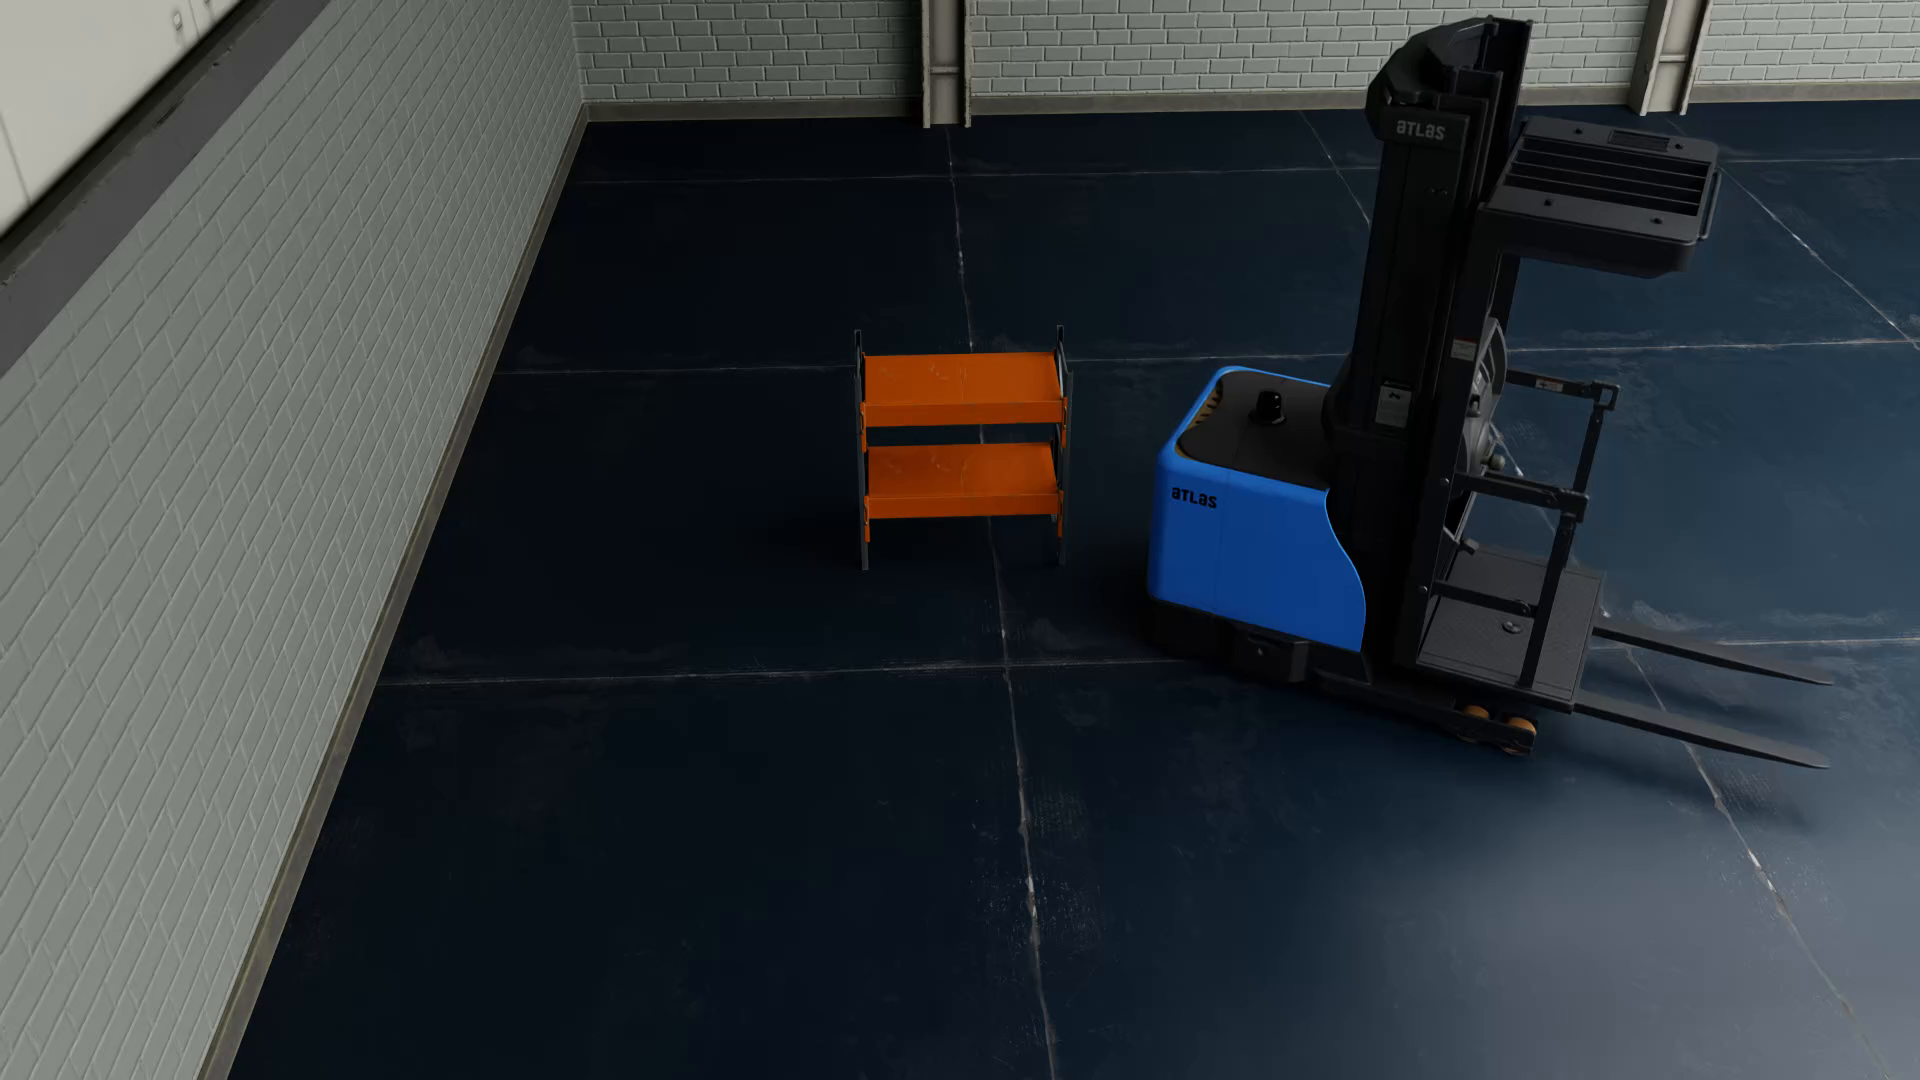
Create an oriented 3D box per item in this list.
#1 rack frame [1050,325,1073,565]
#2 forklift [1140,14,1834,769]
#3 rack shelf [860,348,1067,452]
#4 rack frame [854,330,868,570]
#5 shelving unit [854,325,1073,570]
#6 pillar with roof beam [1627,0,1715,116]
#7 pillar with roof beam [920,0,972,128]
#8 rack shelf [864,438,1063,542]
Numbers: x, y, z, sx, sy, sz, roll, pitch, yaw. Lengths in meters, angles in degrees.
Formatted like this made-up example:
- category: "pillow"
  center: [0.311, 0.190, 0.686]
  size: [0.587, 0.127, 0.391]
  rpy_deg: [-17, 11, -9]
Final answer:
- category: "rack frame"
  center: [0.515, -0.476, 8.486]
  size: [0.032, 1.125, 0.500]
  rpy_deg: [-2, 35, -2]
- category: "forklift"
  center: [2.430, -0.595, 7.071]
  size: [3.031, 2.935, 1.130]
  rpy_deg: [15, 37, 20]
- category: "rack shelf"
  center: [0.007, -0.703, 8.300]
  size: [1.000, 0.278, 0.538]
  rpy_deg: [-2, 35, -2]
- category: "rack frame"
  center: [-0.501, -0.449, 8.447]
  size: [0.032, 1.125, 0.500]
  rpy_deg: [-2, 35, -2]
- category: "shelving unit"
  center: [0.007, -0.463, 8.466]
  size: [1.048, 1.125, 0.538]
  rpy_deg: [-2, 35, -2]
- category: "pillar with roof beam"
  center: [6.082, -4.899, 7.957]
  size: [0.400, 9.000, 9.100]
  rpy_deg: [-2, 35, -2]
- category: "pillar with roof beam"
  center: [0.089, -4.737, 7.724]
  size: [0.400, 9.000, 9.100]
  rpy_deg: [-2, 35, -2]
- category: "rack shelf"
  center: [0.007, -0.262, 8.606]
  size: [1.000, 0.278, 0.538]
  rpy_deg: [-2, 35, -2]
